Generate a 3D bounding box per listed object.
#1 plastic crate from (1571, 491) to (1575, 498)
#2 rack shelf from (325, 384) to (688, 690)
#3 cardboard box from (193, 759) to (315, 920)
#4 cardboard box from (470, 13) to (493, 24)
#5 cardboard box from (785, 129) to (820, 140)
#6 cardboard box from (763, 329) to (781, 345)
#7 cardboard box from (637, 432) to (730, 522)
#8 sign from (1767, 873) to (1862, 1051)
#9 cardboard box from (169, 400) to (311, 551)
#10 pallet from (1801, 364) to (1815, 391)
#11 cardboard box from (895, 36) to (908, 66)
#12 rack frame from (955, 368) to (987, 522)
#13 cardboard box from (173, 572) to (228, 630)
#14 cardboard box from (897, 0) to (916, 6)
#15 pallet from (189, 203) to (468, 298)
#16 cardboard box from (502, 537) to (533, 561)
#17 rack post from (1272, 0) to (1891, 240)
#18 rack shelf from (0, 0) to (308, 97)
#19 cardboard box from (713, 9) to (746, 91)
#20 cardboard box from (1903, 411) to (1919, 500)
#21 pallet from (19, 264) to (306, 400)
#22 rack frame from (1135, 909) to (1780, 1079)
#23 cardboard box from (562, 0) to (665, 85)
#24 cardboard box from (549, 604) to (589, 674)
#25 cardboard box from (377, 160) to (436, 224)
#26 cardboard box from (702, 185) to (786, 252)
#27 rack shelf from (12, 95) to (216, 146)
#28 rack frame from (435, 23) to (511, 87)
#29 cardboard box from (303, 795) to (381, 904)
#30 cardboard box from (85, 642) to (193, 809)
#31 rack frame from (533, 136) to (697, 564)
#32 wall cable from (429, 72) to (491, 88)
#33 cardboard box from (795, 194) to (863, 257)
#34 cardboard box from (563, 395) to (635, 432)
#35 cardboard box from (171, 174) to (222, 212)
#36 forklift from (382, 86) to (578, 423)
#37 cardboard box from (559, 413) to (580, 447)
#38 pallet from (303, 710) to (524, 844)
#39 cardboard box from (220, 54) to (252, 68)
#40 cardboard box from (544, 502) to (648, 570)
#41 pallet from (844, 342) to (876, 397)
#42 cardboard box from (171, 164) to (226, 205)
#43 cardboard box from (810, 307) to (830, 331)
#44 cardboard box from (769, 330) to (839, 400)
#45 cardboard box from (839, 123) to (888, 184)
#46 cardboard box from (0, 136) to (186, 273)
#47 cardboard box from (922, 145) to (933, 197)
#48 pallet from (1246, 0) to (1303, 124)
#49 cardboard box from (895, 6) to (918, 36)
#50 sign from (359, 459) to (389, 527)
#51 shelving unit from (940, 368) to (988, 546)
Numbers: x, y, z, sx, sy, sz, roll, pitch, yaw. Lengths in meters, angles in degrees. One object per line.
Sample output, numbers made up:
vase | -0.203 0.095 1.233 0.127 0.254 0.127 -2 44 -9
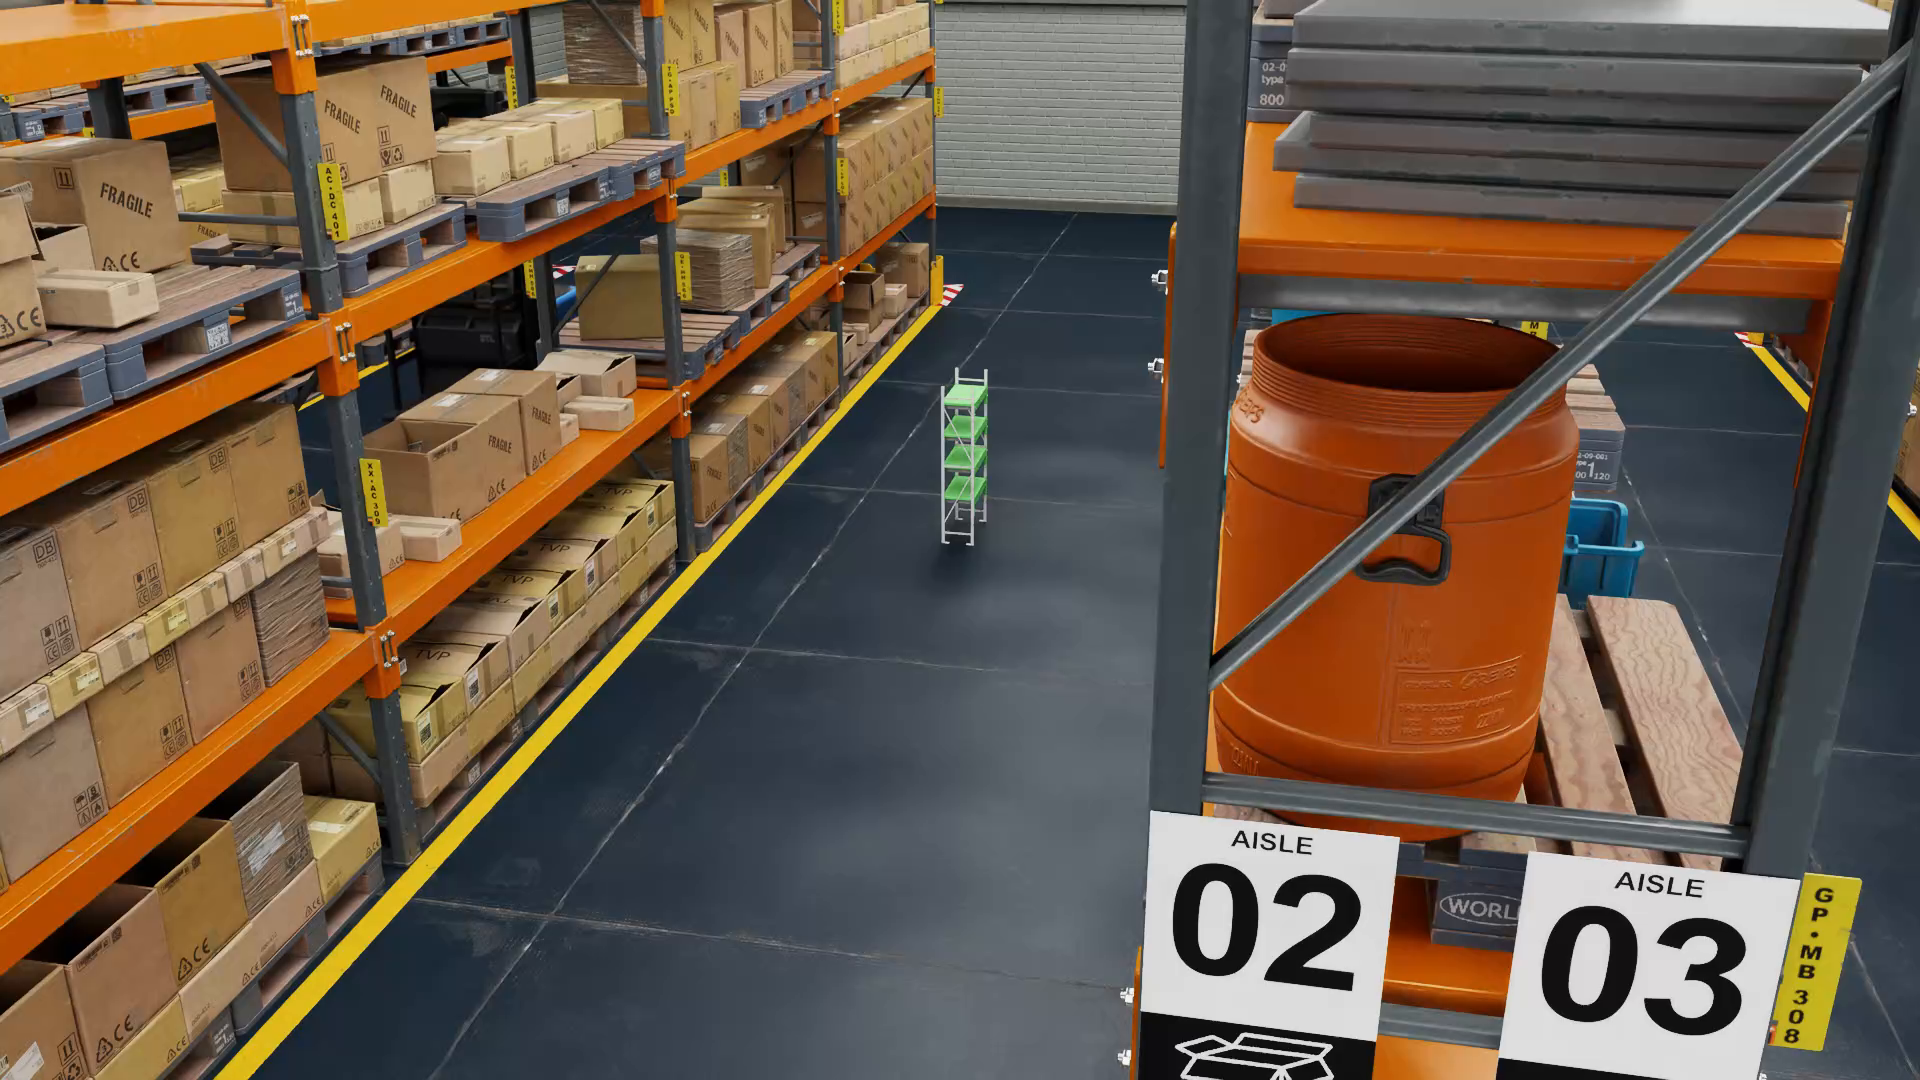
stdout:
plastic crate | 1.693 -0.090 4.899 0.243 0.136 0.396 4 22 11
rack shelf | -2.815 -0.215 9.836 1.077 0.370 4.000 4 22 11
cardboard box | -3.217 1.283 7.266 0.500 0.500 0.500 4 22 11
cardboard box | -5.515 -5.857 18.372 0.500 0.250 0.500 5 23 13
cardboard box | -1.639 -3.646 15.919 0.500 0.500 0.500 4 22 10
cardboard box | -1.928 -1.630 15.142 0.500 0.500 0.500 3 22 8
cardboard box | -2.034 -0.470 12.262 0.500 0.500 0.500 5 23 13
sign | 1.346 0.672 2.642 0.100 0.325 0.005 4 22 11
cardboard box | -3.308 -0.303 7.220 0.700 0.500 0.500 5 22 11
pallet | 8.585 -1.413 15.580 1.003 0.211 1.213 4 22 11
cardboard box | -0.823 -4.954 16.825 0.500 0.250 0.500 4 22 11
rack frame | 0.084 -0.706 12.501 0.240 1.200 0.015 4 22 11
cardboard box | -3.225 0.233 6.757 0.380 0.149 0.250 4 22 11
cardboard box | -0.864 -5.919 17.547 0.700 0.500 0.500 4 22 11
pallet | -3.056 -1.444 8.164 0.805 0.209 1.217 4 22 9
cardboard box | -3.007 0.088 10.487 0.500 0.311 0.500 4 22 9
rack post | 1.088 -0.793 2.947 0.937 0.300 0.954 7 23 17
rack shelf | -3.631 -1.350 5.158 1.077 0.370 4.000 4 22 11
cardboard box | -2.035 -3.756 12.819 0.600 0.600 0.600 4 22 9
cardboard box | 7.814 -0.634 12.194 1.225 0.875 0.875 4 22 9
pallet | -3.372 -0.854 6.562 1.003 0.211 1.213 4 22 11
rack frame | 0.809 2.024 3.312 1.000 3.000 0.127 4 22 11
cardboard box | -2.312 -3.341 11.147 0.500 0.500 0.500 4 22 11
cardboard box | -2.585 0.572 10.037 0.500 0.250 0.500 5 22 12
cardboard box | -2.979 -1.760 8.332 0.500 0.250 0.500 2 22 6
cardboard box | -1.907 -2.828 14.665 0.700 0.500 0.500 -3 22 -7
rack shelf | -6.849 -3.446 13.842 1.077 0.370 4.000 4 22 11
rack frame | -5.625 -4.583 19.717 1.000 3.000 0.127 4 22 11
cardboard box | -3.104 1.449 7.858 0.500 0.250 0.500 4 22 11
cardboard box | -3.515 0.675 6.528 0.700 0.500 0.500 5 22 12
rack frame | -2.407 -1.280 11.518 1.000 3.000 0.127 4 22 11
wall cable | -6.290 -5.594 20.869 0.084 1.984 1.851 4 22 11
cardboard box | -1.220 -2.955 15.543 0.500 0.500 0.500 5 22 12
cardboard box | -2.320 -0.814 10.696 0.380 0.149 0.250 4 22 11
cardboard box | -6.607 -2.912 14.005 0.500 0.250 0.500 4 22 10
forklift | -4.238 -2.194 13.879 1.130 2.935 3.031 4 22 11
cardboard box | -2.612 -0.693 10.396 0.380 0.149 0.250 6 23 15
pallet | -3.111 1.203 9.083 1.003 0.211 1.213 4 22 11
cardboard box | -6.728 -4.448 14.645 0.700 0.500 0.500 3 22 8
cardboard box | -2.373 -0.059 10.853 0.500 0.311 0.500 4 22 10
pallet | -1.450 -1.701 16.295 1.003 0.211 1.213 4 22 11
cardboard box | -6.504 -3.098 14.468 0.500 0.250 0.500 5 22 12
cardboard box | -1.599 -2.205 16.822 0.500 0.311 0.500 4 22 11
cardboard box | -1.411 -1.586 15.033 0.500 0.500 0.500 4 22 11
cardboard box | -1.009 -3.781 16.255 0.500 0.500 0.500 4 22 9
cardboard box | -3.584 -1.351 6.794 0.500 0.500 0.500 6 23 15
cardboard box | -0.600 -4.068 18.306 0.500 0.500 0.500 5 23 13
pallet | 1.237 -1.197 4.069 1.003 0.211 1.213 4 22 11
cardboard box | -0.732 -5.370 17.188 0.500 0.250 0.500 4 22 11
sign | -2.680 -0.214 7.605 0.100 0.325 0.005 4 22 11
shelving unit | 0.034 -0.617 12.280 0.258 1.200 0.503 4 22 11
